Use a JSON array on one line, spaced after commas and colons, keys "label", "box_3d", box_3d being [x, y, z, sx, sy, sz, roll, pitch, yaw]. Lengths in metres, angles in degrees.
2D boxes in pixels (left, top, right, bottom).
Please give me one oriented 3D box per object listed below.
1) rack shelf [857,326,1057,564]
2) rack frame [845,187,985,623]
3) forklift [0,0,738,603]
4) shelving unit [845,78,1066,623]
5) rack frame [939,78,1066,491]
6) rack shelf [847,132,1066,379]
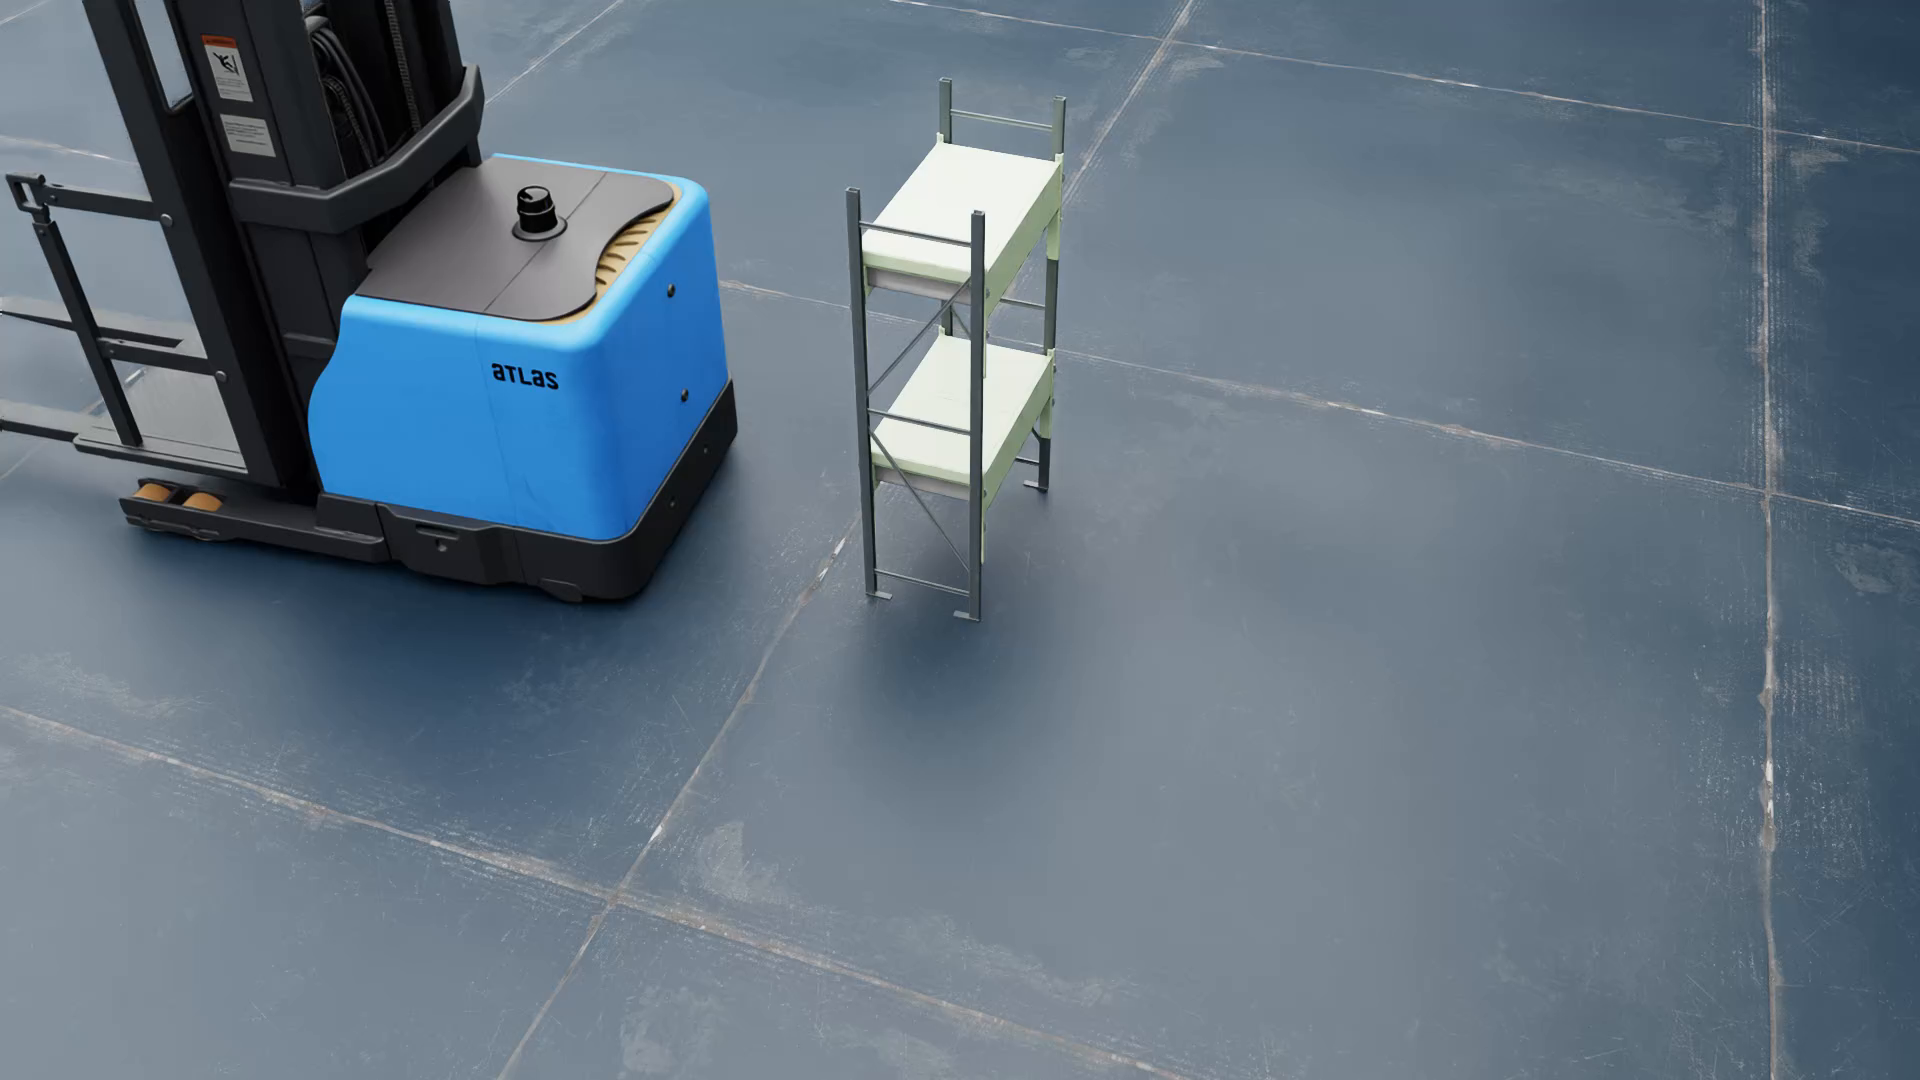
[{"label": "rack shelf", "box_3d": [0.002, -0.327, 5.480, 0.431, 0.370, 0.720, 13, 42, 15]}, {"label": "rack frame", "box_3d": [-0.123, -0.351, 5.006, 0.400, 1.500, 0.023, 13, 42, 15]}, {"label": "forklift", "box_3d": [-2.390, -1.432, 5.170, 3.031, 2.935, 1.130, 10, 41, 11]}, {"label": "shelving unit", "box_3d": [0.002, -0.575, 5.268, 0.431, 1.500, 0.755, 13, 42, 15]}, {"label": "rack frame", "box_3d": [0.127, -0.798, 5.530, 0.400, 1.500, 0.023, 13, 42, 15]}, {"label": "rack shelf", "box_3d": [0.002, -0.872, 5.015, 0.431, 0.370, 0.720, 13, 42, 15]}]
